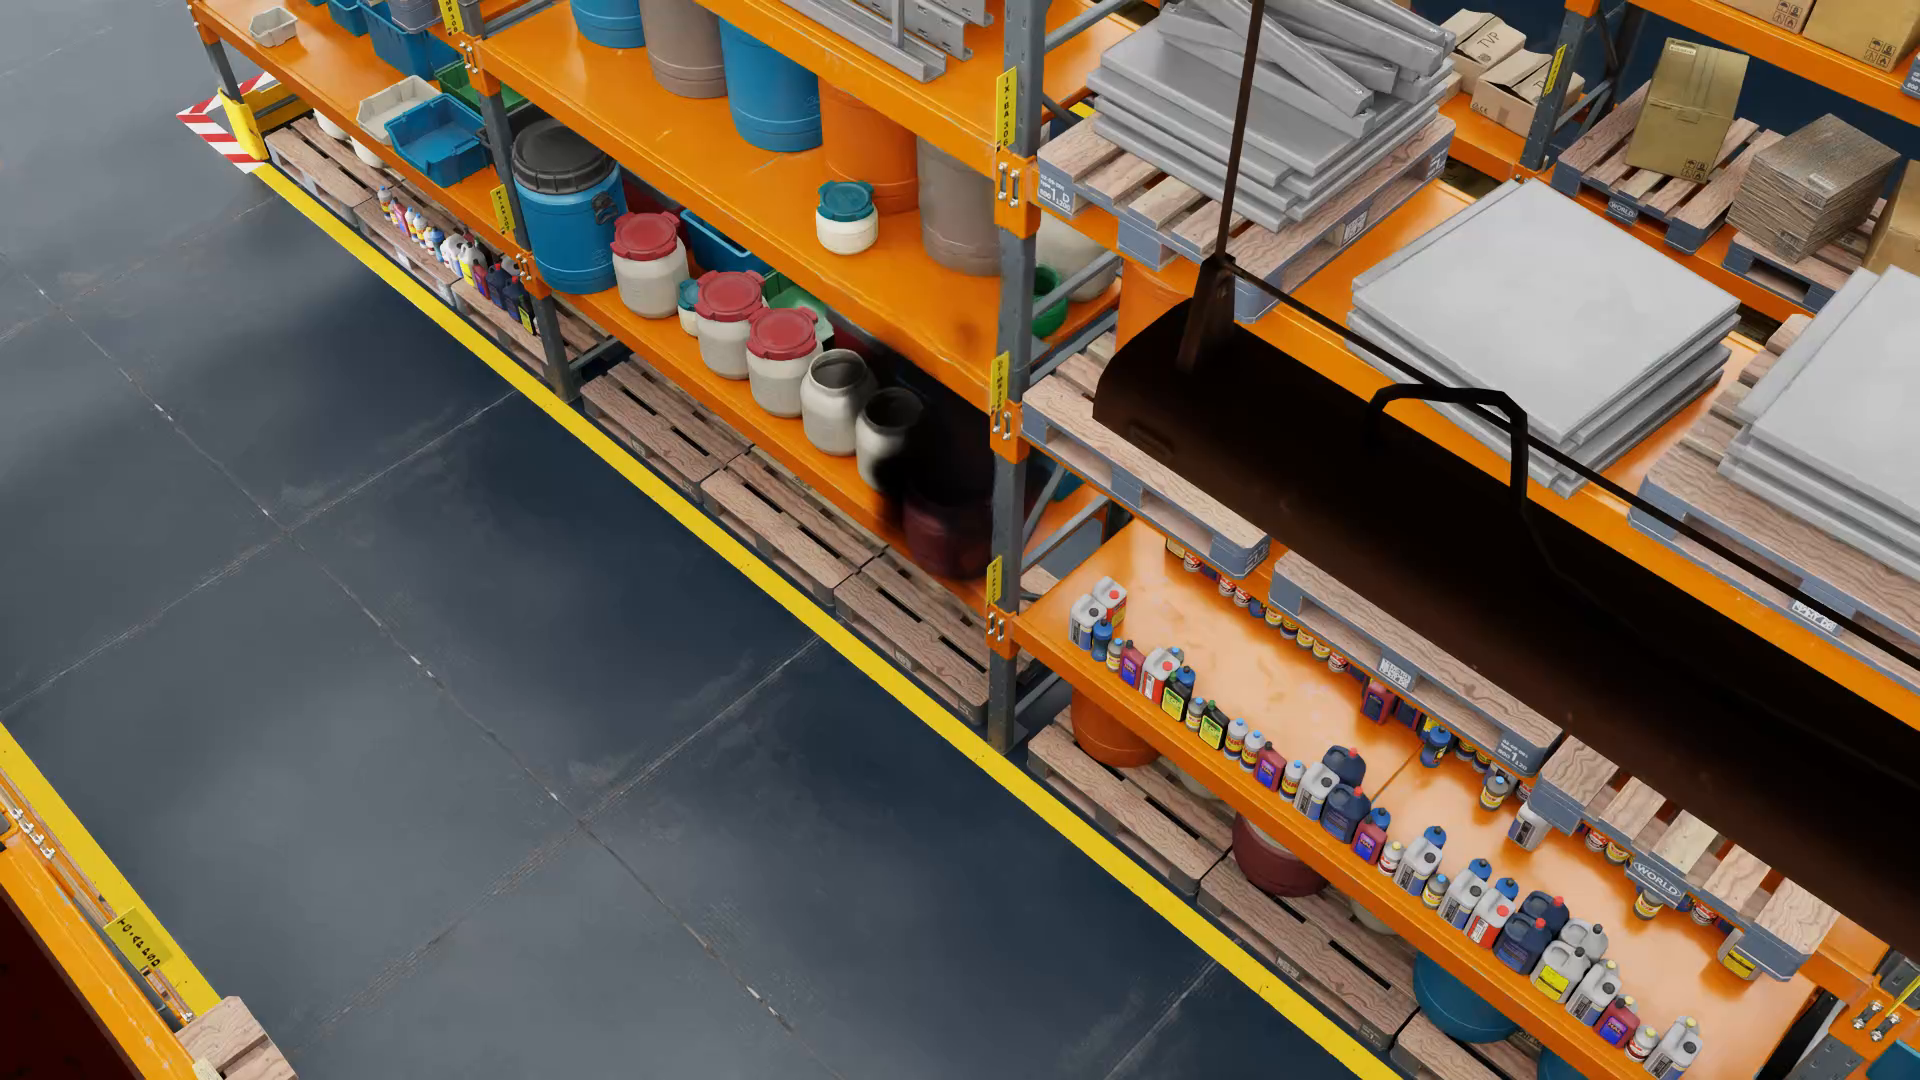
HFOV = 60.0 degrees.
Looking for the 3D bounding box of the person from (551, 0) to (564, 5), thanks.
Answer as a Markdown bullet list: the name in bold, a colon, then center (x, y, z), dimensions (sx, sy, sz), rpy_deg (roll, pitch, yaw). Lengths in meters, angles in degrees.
- **person**: center (-2.821, -3.979, 12.672), dimensions (0.585, 1.639, 0.574), rpy_deg (32, 57, 24)
